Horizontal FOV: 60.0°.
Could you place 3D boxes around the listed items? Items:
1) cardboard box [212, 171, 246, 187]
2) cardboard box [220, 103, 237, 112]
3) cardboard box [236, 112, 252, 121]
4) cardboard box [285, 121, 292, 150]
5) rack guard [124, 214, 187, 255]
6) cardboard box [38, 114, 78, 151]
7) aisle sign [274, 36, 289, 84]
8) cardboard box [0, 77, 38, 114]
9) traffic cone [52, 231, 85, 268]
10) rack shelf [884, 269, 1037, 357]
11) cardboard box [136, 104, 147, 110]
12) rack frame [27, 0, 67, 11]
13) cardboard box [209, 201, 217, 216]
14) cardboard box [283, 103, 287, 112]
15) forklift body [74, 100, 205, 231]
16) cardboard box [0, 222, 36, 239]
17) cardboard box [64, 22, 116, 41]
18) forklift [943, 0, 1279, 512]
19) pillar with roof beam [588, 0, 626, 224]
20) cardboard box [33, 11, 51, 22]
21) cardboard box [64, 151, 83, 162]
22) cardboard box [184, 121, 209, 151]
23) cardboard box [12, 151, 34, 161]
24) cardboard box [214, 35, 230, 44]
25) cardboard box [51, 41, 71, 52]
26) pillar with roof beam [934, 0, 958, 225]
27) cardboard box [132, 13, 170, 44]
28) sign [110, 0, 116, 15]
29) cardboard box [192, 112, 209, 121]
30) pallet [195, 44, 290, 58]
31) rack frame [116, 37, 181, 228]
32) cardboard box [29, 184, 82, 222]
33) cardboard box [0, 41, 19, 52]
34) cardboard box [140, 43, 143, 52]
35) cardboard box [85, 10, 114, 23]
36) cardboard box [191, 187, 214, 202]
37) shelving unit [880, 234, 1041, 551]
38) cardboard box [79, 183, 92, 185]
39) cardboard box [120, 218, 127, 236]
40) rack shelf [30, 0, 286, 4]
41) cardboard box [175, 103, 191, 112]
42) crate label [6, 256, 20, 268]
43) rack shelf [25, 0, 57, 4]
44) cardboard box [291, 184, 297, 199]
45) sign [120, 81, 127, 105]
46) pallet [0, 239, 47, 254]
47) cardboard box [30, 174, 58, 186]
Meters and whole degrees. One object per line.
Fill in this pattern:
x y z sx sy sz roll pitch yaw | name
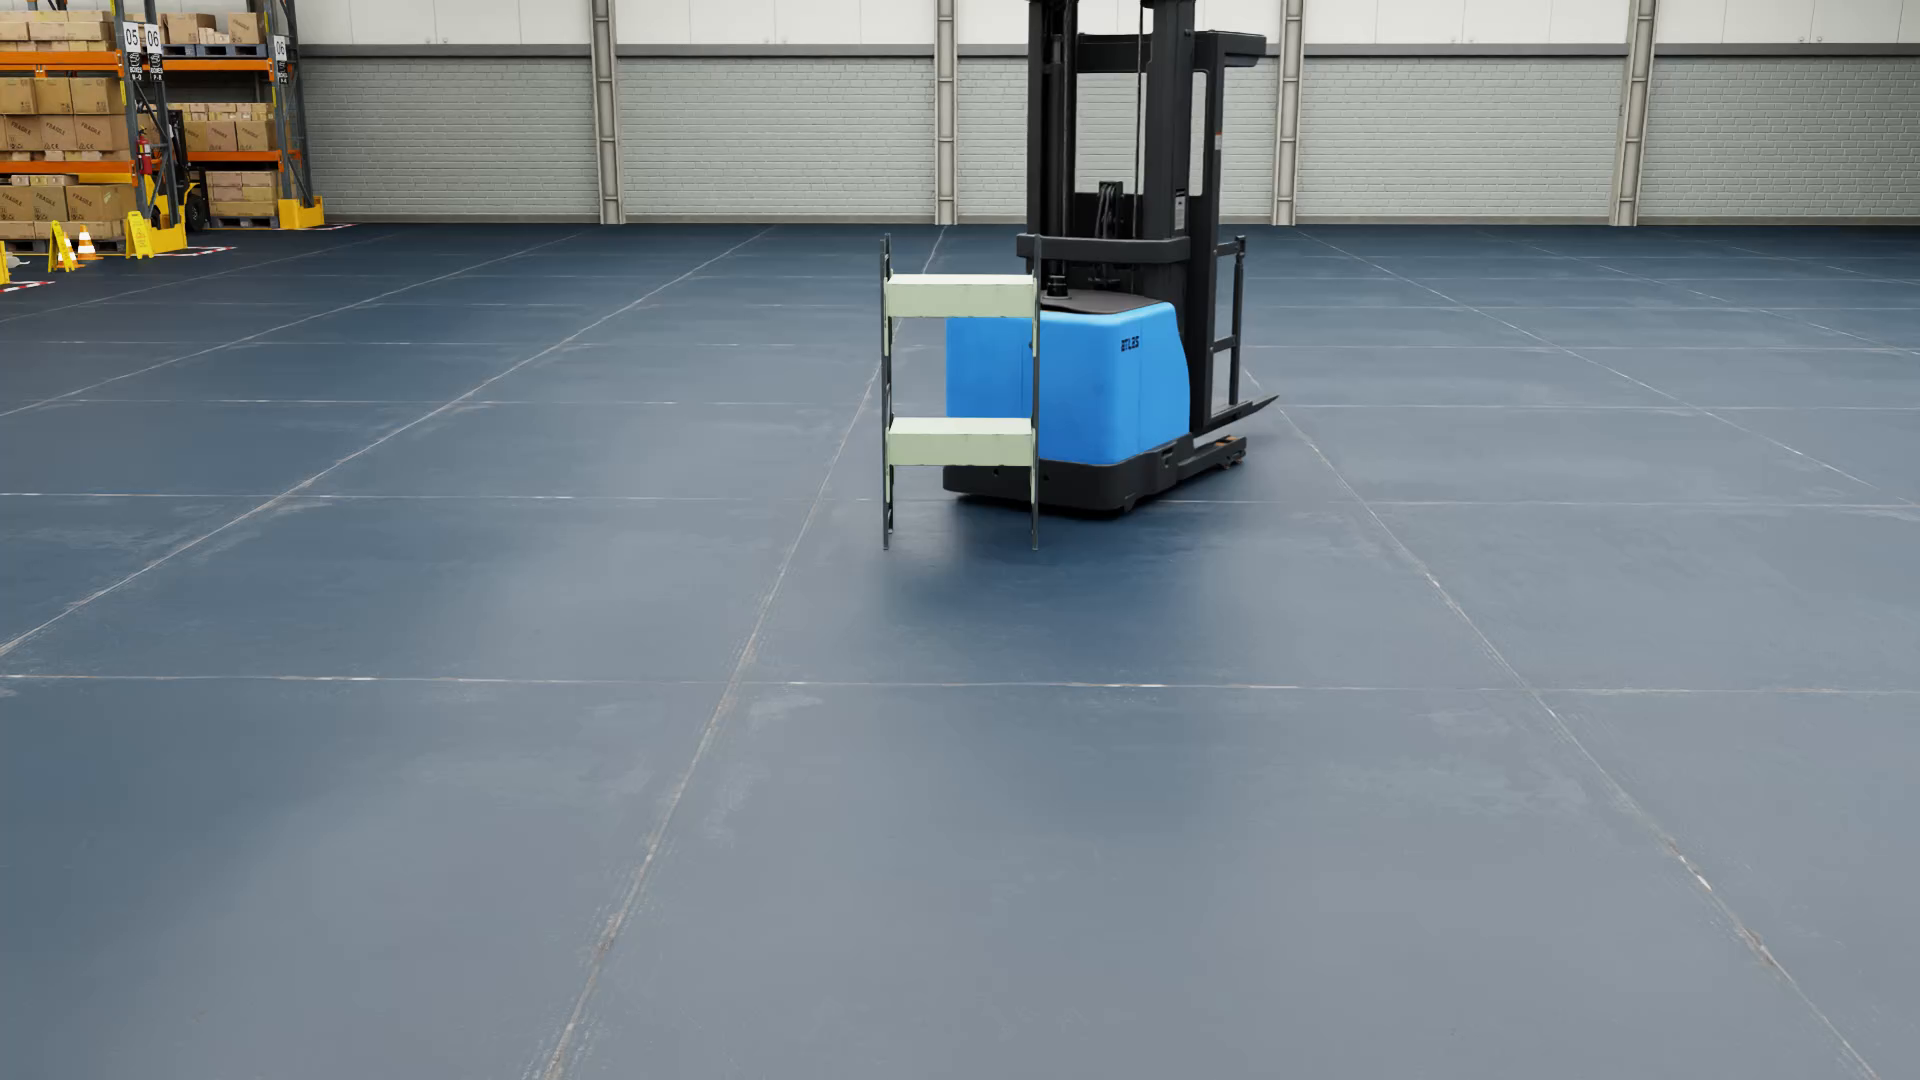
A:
-12.547 -6.238 28.712 0.500 0.250 0.500 1 15 2 | cardboard box
-12.441 -7.399 28.454 0.250 0.149 0.380 1 15 3 | cardboard box
-12.178 -7.243 28.446 0.250 0.149 0.380 1 15 2 | cardboard box
-12.056 -7.079 29.094 0.500 0.500 0.500 1 15 3 | cardboard box
-11.767 -4.482 24.349 0.348 0.500 1.175 0 15 1 | rack guard
-12.741 -5.820 23.741 0.500 0.500 0.500 0 15 2 | cardboard box
-11.510 -8.138 28.209 0.004 0.787 0.394 0 15 1 | aisle sign
-13.226 -6.296 23.584 0.500 0.500 0.700 0 15 1 | cardboard box
-11.842 -3.852 22.034 0.334 0.463 0.336 0 15 1 | traffic cone
0.007 -1.102 8.049 0.720 0.370 0.431 0 15 1 | rack shelf
-13.966 -7.422 28.541 0.250 0.149 0.380 0 15 1 | cardboard box
-15.567 -9.883 28.159 0.127 3.000 1.000 0 15 1 | rack frame
-13.043 -5.763 28.872 0.500 0.250 0.500 1 15 2 | cardboard box
-11.898 -7.519 28.907 0.250 0.149 0.380 0 15 0 | cardboard box
-13.510 -6.093 27.217 1.214 2.155 2.313 0 15 1 | forklift body
-13.547 -4.508 24.113 0.500 0.250 0.500 0 15 -1 | cardboard box
-12.210 -7.147 23.378 0.500 0.250 0.500 0 15 1 | cardboard box
1.087 -1.890 9.757 1.130 2.935 3.031 9 17 29 | forklift
-6.353 -8.954 24.639 0.400 9.000 9.100 0 15 1 | pillar with roof beam
-12.801 -7.355 23.387 0.250 0.149 0.380 0 15 2 | cardboard box
-12.582 -5.497 23.788 0.250 0.149 0.380 0 15 0 | cardboard box
-13.097 -6.950 28.605 0.500 0.500 0.500 0 15 0 | cardboard box
-13.351 -5.507 23.826 0.250 0.149 0.380 0 15 1 | cardboard box
-12.404 -8.464 28.136 0.250 0.149 0.380 0 15 0 | cardboard box
-12.569 -6.954 23.430 0.250 0.149 0.380 1 15 3 | cardboard box
-0.355 -8.915 24.491 0.400 9.000 9.100 0 15 1 | pillar with roof beam
-13.622 -8.694 28.312 0.637 0.503 0.797 1 15 3 | cardboard box
-11.725 -7.427 22.996 0.005 0.325 0.100 0 15 1 | sign
-12.952 -7.255 28.489 0.250 0.149 0.380 0 15 0 | cardboard box
-12.274 -8.375 28.497 1.213 0.211 1.003 0 15 1 | pallet
-11.691 -5.690 24.028 0.127 3.000 1.000 0 15 1 | rack frame
-13.020 -4.868 24.007 0.500 0.500 0.500 1 15 4 | cardboard box
-13.334 -6.966 23.474 0.250 0.149 0.380 0 15 0 | cardboard box
-12.014 -7.104 23.999 0.250 0.149 0.380 0 15 1 | cardboard box
-12.037 -7.332 23.298 0.250 0.149 0.380 1 15 2 | cardboard box
-13.080 -5.999 28.784 0.500 0.250 0.500 0 15 0 | cardboard box
0.007 -0.725 8.149 0.755 1.500 0.431 0 15 1 | shelving unit
-13.037 -5.004 24.525 0.500 0.500 0.500 0 15 -1 | cardboard box
-12.490 -4.640 24.612 0.500 0.250 0.500 0 15 1 | cardboard box
-13.567 -9.329 28.253 4.000 0.370 1.077 0 15 1 | rack shelf
-13.210 -7.393 28.432 0.250 0.149 0.380 1 15 3 | cardboard box
-12.630 -3.684 22.035 0.298 0.136 0.250 -8 17 -28 | crate label
-17.566 -9.355 28.351 4.000 0.370 1.077 0 15 1 | rack shelf
-12.033 -6.127 29.272 0.500 0.250 0.500 1 15 2 | cardboard box
-11.725 -6.262 23.304 0.005 0.325 0.100 0 15 1 | sign
-13.795 -4.365 24.472 1.213 0.211 1.003 0 15 1 | pallet
-13.119 -5.166 23.868 0.250 0.149 0.380 1 15 2 | cardboard box
